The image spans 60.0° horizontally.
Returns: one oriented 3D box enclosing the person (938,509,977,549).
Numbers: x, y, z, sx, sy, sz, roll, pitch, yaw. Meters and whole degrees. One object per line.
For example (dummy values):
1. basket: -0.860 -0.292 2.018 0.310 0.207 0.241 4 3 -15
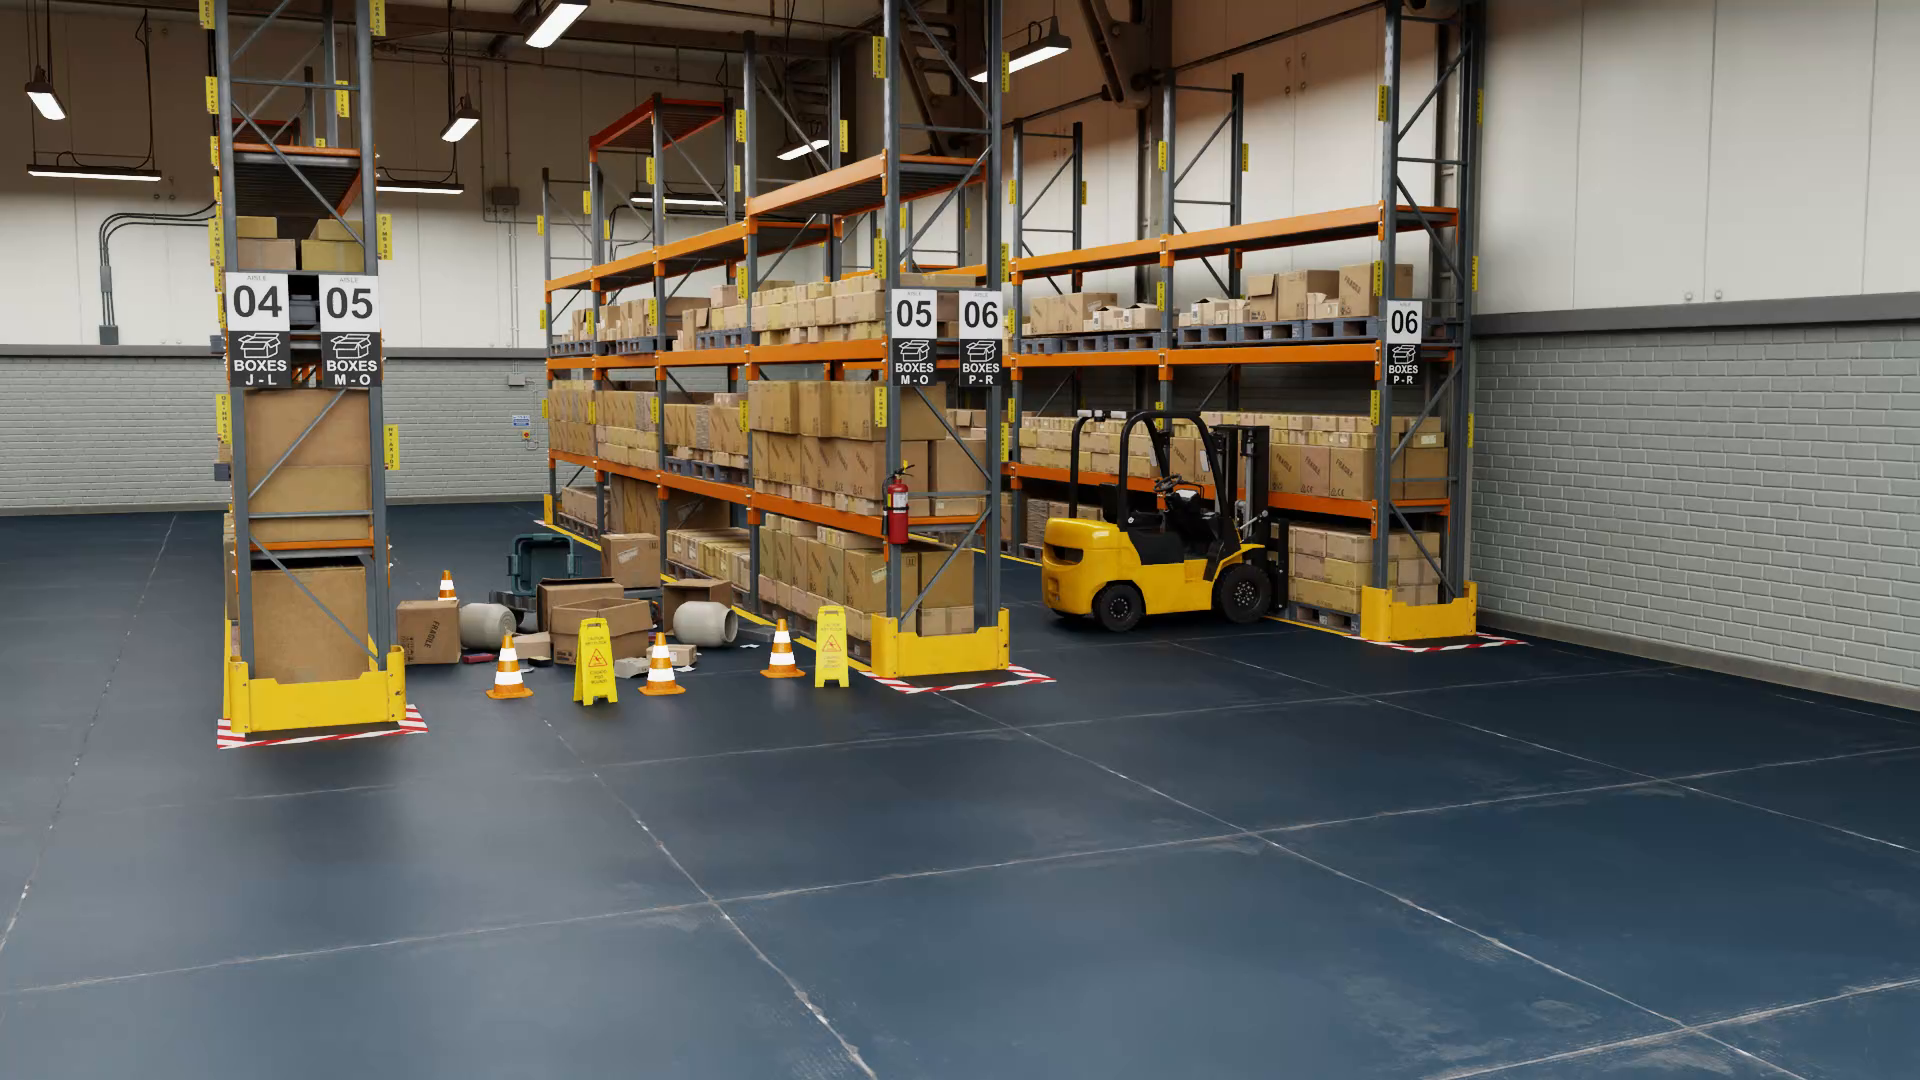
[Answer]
1. person: -0.049 -0.089 17.816 0.458 1.686 0.558 0 6 -4
